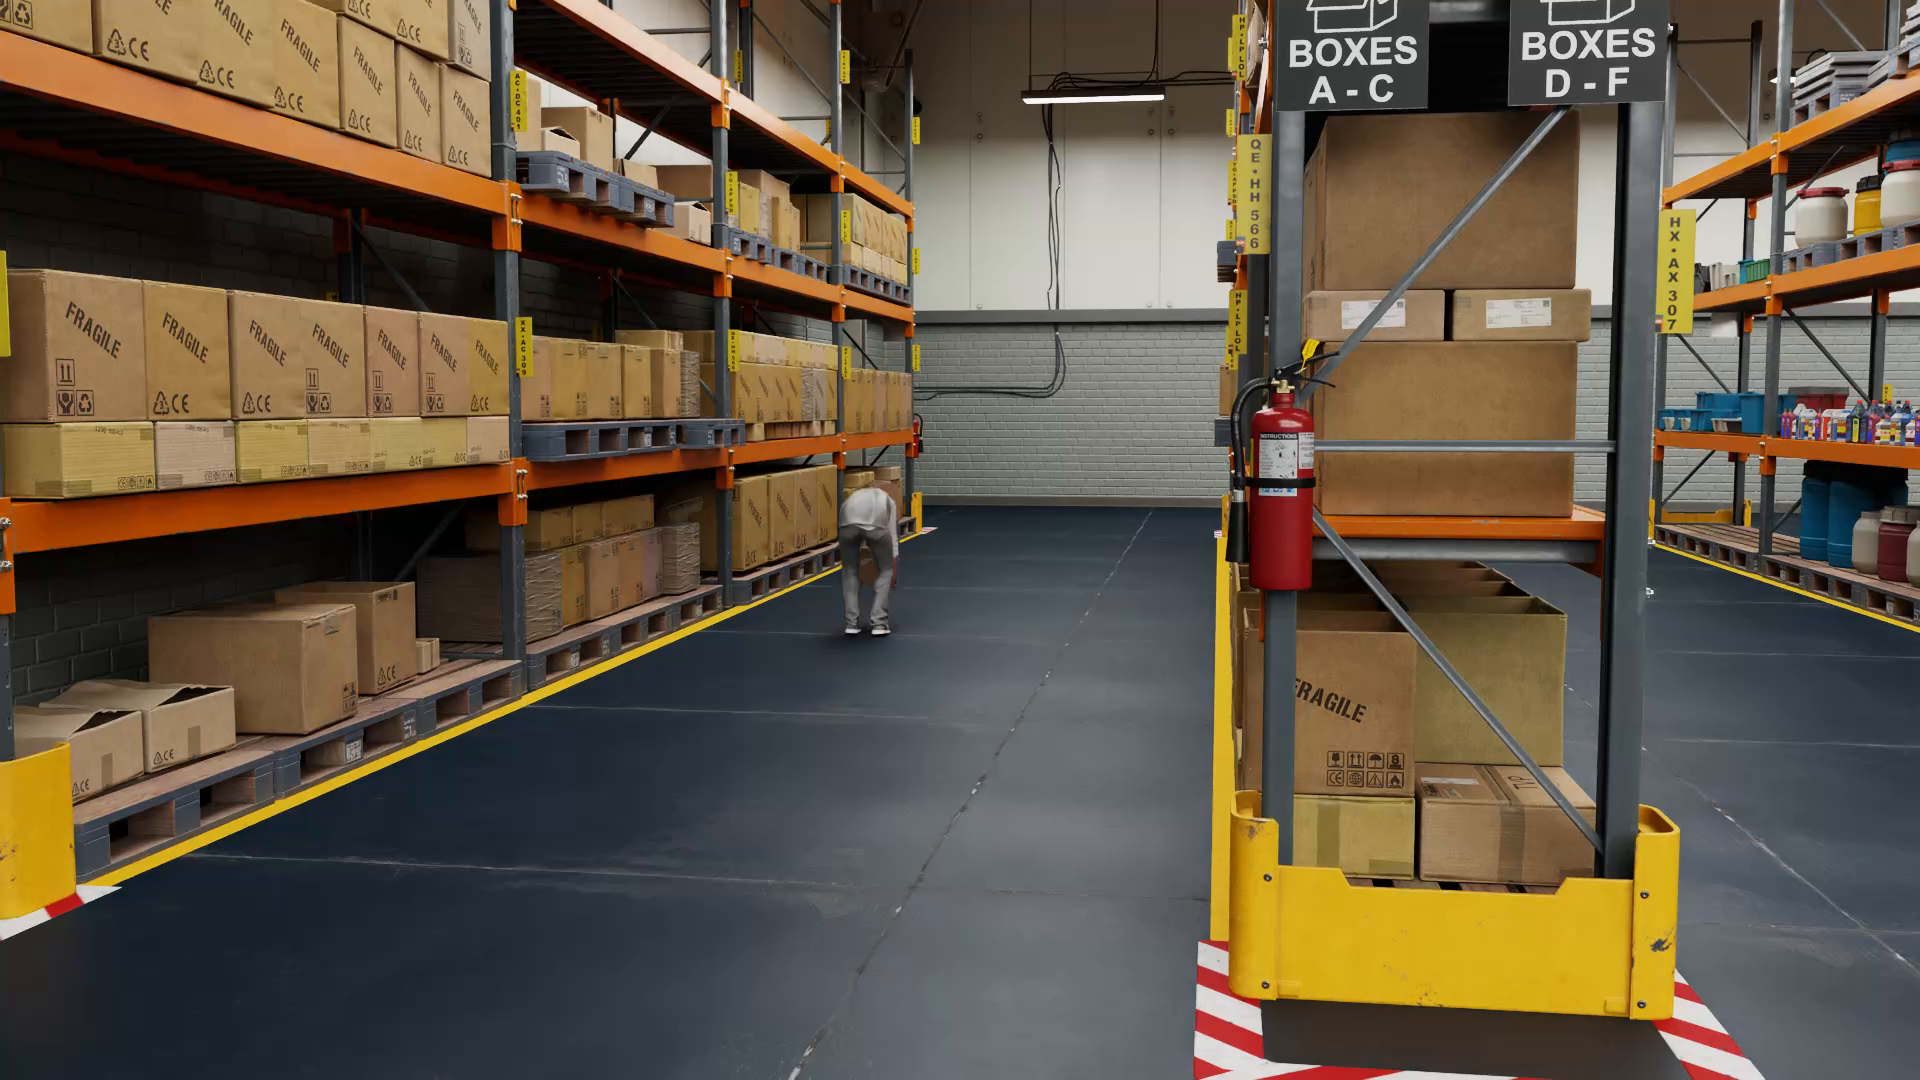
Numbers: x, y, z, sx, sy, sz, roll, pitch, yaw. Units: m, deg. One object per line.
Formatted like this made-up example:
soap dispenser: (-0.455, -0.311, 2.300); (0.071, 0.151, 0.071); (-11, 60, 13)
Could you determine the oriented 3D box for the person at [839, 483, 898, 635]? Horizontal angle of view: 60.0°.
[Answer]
person: (-0.637, 0.142, 11.895); (0.386, 1.028, 0.864); (1, 5, 7)
